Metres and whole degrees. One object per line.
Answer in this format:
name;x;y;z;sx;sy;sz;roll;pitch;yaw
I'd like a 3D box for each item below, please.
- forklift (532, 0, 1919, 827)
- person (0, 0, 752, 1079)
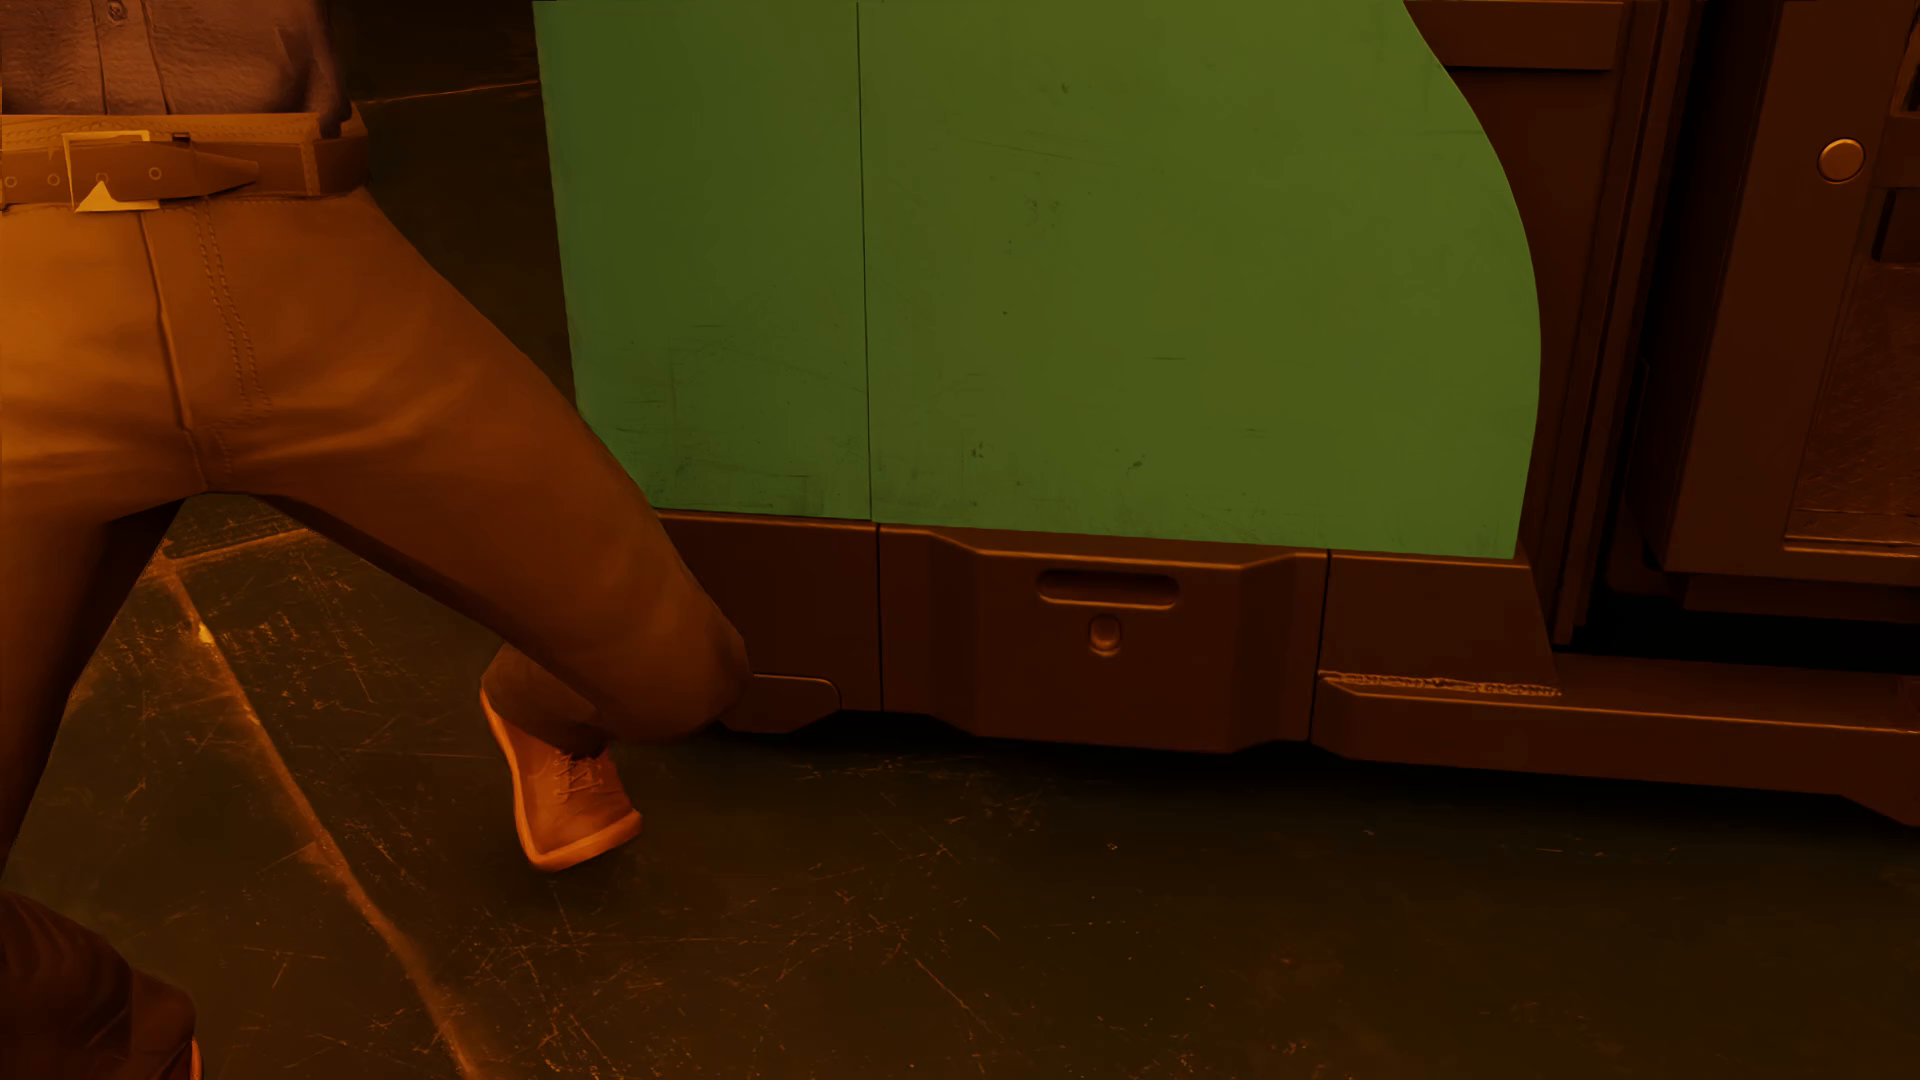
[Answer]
forklift;1.103;-1.211;1.645;3.031;2.935;1.130;3;27;7
person;-0.647;-0.127;1.070;1.015;1.471;0.686;-18;32;-32
